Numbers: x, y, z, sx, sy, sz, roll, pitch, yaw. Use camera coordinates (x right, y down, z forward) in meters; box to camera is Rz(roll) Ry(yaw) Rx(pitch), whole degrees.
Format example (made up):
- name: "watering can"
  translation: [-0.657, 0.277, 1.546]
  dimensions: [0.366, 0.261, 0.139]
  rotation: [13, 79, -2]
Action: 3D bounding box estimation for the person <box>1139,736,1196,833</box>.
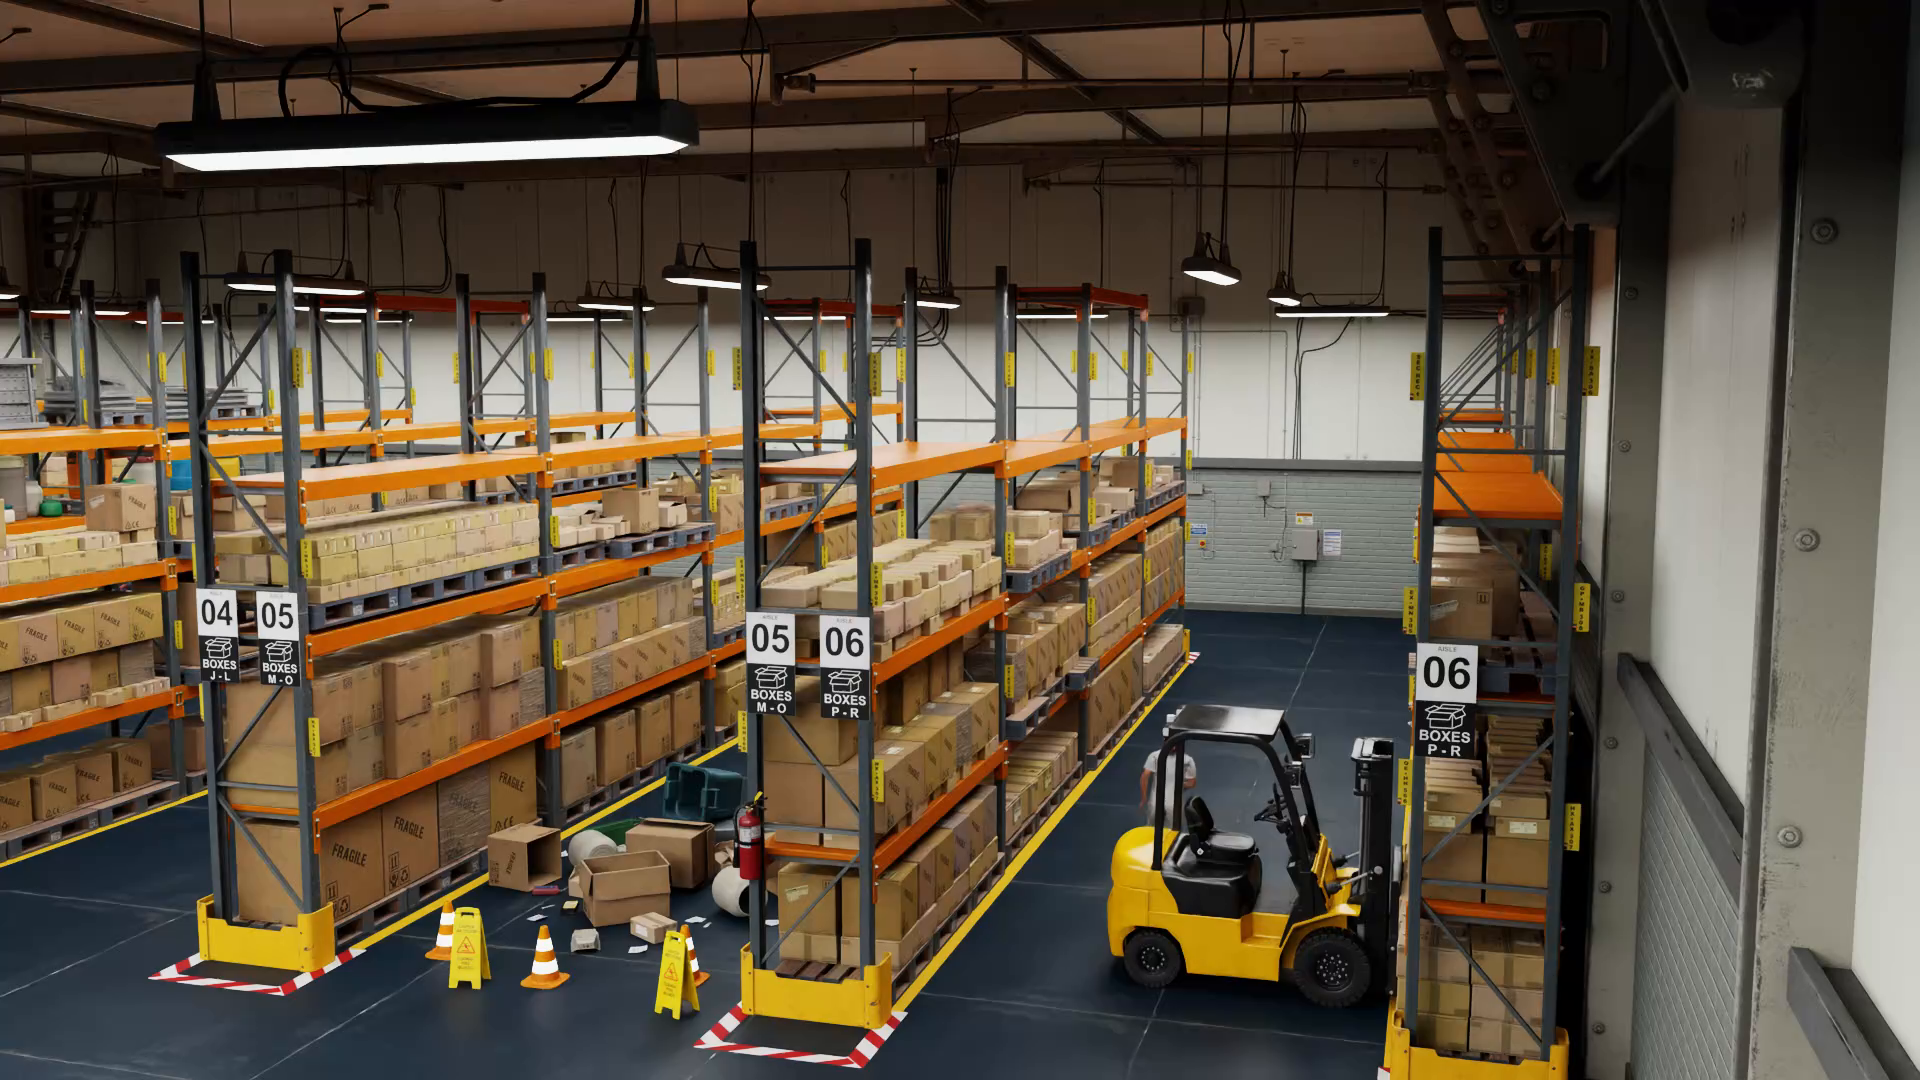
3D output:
- name: "person"
  translation: [2.013, 2.589, 16.172]
  dimensions: [0.530, 1.570, 0.725]
  rotation: [2, 7, 17]
